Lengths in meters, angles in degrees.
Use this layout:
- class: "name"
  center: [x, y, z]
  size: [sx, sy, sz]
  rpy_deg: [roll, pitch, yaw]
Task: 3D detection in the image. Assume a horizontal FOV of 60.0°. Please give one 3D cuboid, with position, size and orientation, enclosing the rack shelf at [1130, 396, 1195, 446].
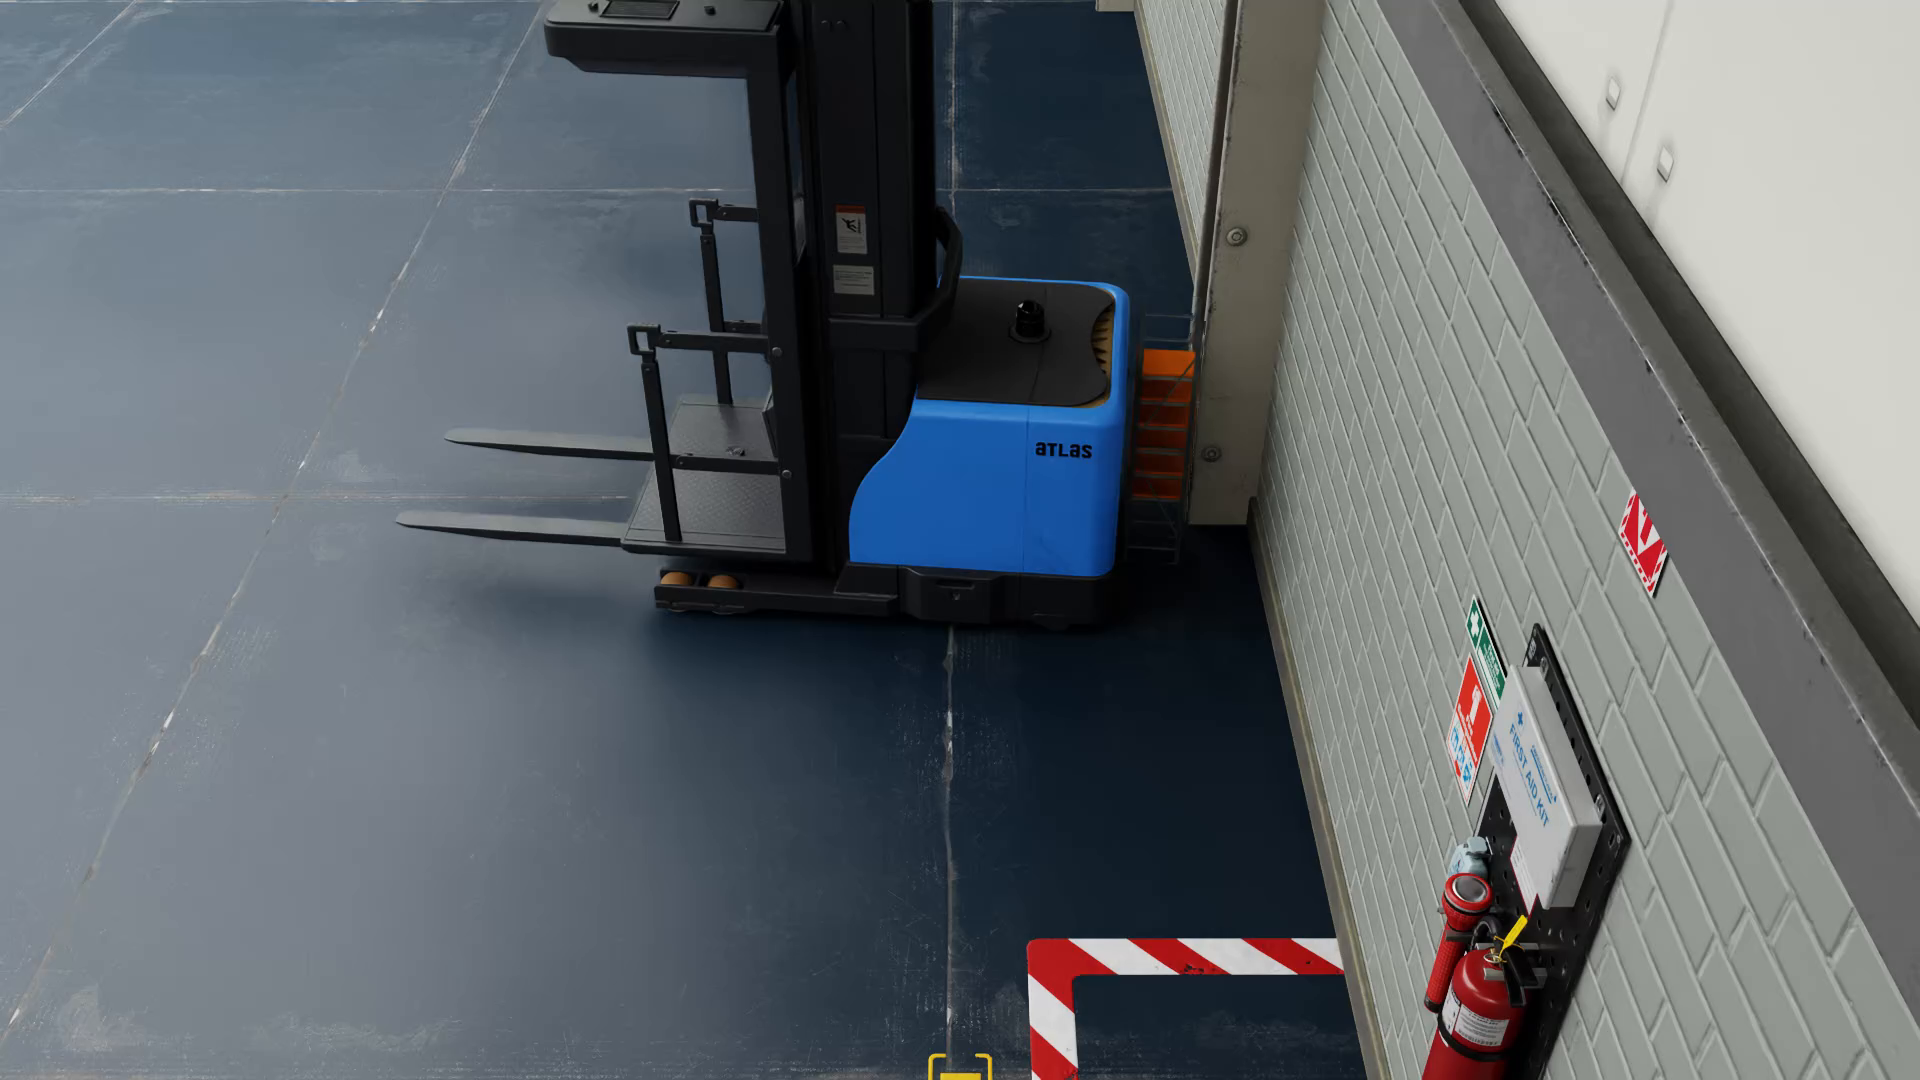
- class: "rack shelf"
  center: [0.824, -0.486, 6.775]
  size: [0.258, 0.103, 0.180]
  rpy_deg: [4, 39, 4]

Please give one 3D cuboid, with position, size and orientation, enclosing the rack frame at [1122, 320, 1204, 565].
- class: "rack frame"
  center: [0.815, -0.370, 6.752]
  size: [0.240, 1.200, 0.006]
  rpy_deg: [4, 39, 4]

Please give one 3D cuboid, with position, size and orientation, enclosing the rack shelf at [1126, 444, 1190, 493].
- class: "rack shelf"
  center: [0.824, -0.298, 6.925]
  size: [0.258, 0.103, 0.180]
  rpy_deg: [4, 39, 4]

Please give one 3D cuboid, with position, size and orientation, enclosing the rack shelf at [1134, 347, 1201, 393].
- class: "rack shelf"
  center: [0.825, -0.673, 6.625]
  size: [0.258, 0.103, 0.180]
  rpy_deg: [4, 39, 4]

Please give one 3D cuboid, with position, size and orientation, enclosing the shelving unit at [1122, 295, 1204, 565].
- class: "shelving unit"
  center: [0.824, -0.427, 6.823]
  size: [0.258, 1.200, 0.189]
  rpy_deg: [4, 39, 4]

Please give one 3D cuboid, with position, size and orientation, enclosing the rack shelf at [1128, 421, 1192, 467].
- class: "rack shelf"
  center: [0.824, -0.392, 6.850]
  size: [0.258, 0.103, 0.180]
  rpy_deg: [4, 39, 4]

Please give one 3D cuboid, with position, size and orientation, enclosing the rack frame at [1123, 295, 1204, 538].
- class: "rack frame"
  center: [0.834, -0.484, 6.894]
  size: [0.240, 1.200, 0.006]
  rpy_deg: [4, 39, 4]

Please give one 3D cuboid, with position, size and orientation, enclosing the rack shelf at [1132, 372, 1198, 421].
- class: "rack shelf"
  center: [0.825, -0.579, 6.700]
  size: [0.258, 0.103, 0.180]
  rpy_deg: [4, 39, 4]

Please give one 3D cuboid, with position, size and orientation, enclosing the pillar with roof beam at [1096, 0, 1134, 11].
- class: "pillar with roof beam"
  center: [-3.166, -7.455, 9.357]
  size: [9.100, 9.000, 0.400]
  rpy_deg: [0, 39, 0]

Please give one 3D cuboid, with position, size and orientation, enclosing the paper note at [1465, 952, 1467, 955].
- class: "paper note"
  center: [1.257, 1.075, 4.215]
  size: [0.016, 0.148, 0.142]
  rpy_deg: [0, 39, 0]

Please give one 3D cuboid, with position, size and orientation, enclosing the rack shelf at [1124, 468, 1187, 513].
- class: "rack shelf"
  center: [0.824, -0.205, 7.001]
  size: [0.258, 0.103, 0.180]
  rpy_deg: [4, 39, 4]

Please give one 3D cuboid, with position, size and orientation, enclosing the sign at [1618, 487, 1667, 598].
- class: "sign"
  center: [1.287, -0.068, 3.082]
  size: [0.001, 0.298, 0.199]
  rpy_deg: [0, 39, 0]

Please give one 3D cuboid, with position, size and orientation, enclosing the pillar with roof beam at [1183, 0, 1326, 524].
- class: "pillar with roof beam"
  center: [-3.160, -3.703, 4.675]
  size: [9.100, 9.000, 0.400]
  rpy_deg: [0, 39, 0]

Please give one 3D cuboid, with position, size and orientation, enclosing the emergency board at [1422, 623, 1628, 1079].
- class: "emergency board"
  center: [1.188, 0.842, 3.801]
  size: [0.194, 1.169, 0.643]
  rpy_deg: [0, 39, 0]

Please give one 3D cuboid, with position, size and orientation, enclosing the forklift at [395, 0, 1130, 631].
- class: "forklift"
  center: [-0.838, -1.159, 6.352]
  size: [3.031, 2.935, 1.130]
  rpy_deg: [4, 39, 4]

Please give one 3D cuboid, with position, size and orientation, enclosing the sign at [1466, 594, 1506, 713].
- class: "sign"
  center: [1.281, 0.278, 4.052]
  size: [0.001, 0.109, 0.331]
  rpy_deg: [0, 39, 0]

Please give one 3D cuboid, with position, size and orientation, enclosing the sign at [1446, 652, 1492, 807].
- class: "sign"
  center: [1.290, 0.482, 4.221]
  size: [0.001, 0.329, 0.234]
  rpy_deg: [0, 39, 0]
